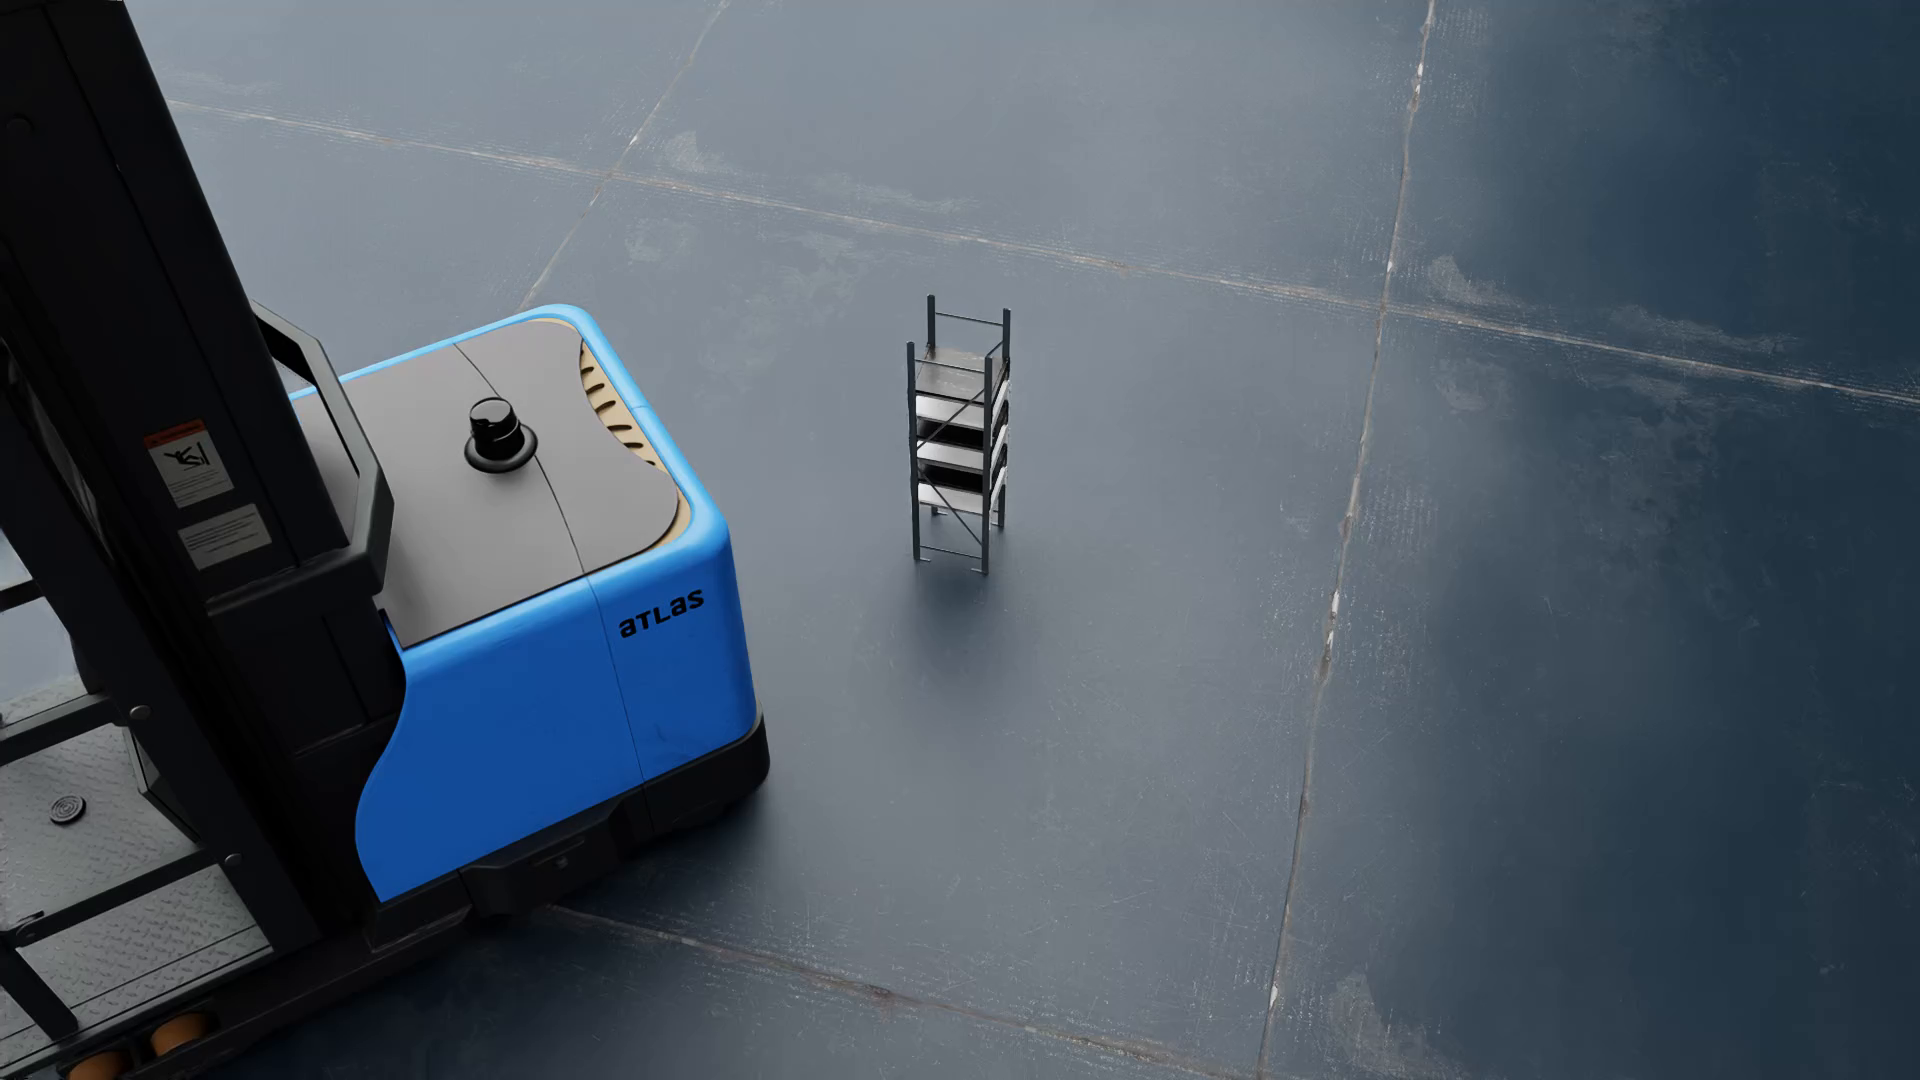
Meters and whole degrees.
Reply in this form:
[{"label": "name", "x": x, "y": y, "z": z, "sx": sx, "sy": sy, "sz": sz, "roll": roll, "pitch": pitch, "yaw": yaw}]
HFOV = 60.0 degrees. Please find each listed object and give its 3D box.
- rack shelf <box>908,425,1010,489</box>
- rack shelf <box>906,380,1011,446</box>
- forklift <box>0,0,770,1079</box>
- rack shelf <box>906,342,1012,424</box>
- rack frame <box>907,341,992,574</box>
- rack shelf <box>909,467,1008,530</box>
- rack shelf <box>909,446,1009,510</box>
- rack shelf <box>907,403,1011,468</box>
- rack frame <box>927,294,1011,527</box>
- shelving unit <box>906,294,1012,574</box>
[{"label": "rack shelf", "x": -0.002, "y": -0.270, "z": 4.932, "sx": 0.258, "sy": 0.077, "sz": 0.200, "roll": 12, "pitch": 50, "yaw": 10}, {"label": "rack shelf", "x": -0.002, "y": -0.389, "z": 4.797, "sx": 0.258, "sy": 0.077, "sz": 0.200, "roll": 12, "pitch": 50, "yaw": 10}, {"label": "forklift", "x": -2.060, "y": -0.038, "z": 3.329, "sx": 3.031, "sy": 2.935, "sz": 1.130, "roll": -24, "pitch": 53, "yaw": -19}, {"label": "rack shelf", "x": -0.002, "y": -0.449, "z": 4.730, "sx": 0.258, "sy": 0.077, "sz": 0.200, "roll": 12, "pitch": 50, "yaw": 10}, {"label": "rack frame", "x": -0.029, "y": -0.218, "z": 4.843, "sx": 0.240, "sy": 0.900, "sz": 0.006, "roll": 12, "pitch": 50, "yaw": 10}, {"label": "rack shelf", "x": -0.002, "y": -0.151, "z": 5.067, "sx": 0.258, "sy": 0.077, "sz": 0.200, "roll": 12, "pitch": 50, "yaw": 10}, {"label": "rack shelf", "x": -0.002, "y": -0.210, "z": 5.000, "sx": 0.258, "sy": 0.077, "sz": 0.200, "roll": 12, "pitch": 50, "yaw": 10}, {"label": "rack shelf", "x": -0.002, "y": -0.329, "z": 4.865, "sx": 0.258, "sy": 0.077, "sz": 0.200, "roll": 12, "pitch": 50, "yaw": 10}, {"label": "rack frame", "x": 0.025, "y": -0.365, "z": 4.972, "sx": 0.240, "sy": 0.900, "sz": 0.006, "roll": 12, "pitch": 50, "yaw": 10}, {"label": "shelving unit", "x": -0.002, "y": -0.292, "z": 4.907, "sx": 0.258, "sy": 0.900, "sz": 0.210, "roll": 12, "pitch": 50, "yaw": 10}]
